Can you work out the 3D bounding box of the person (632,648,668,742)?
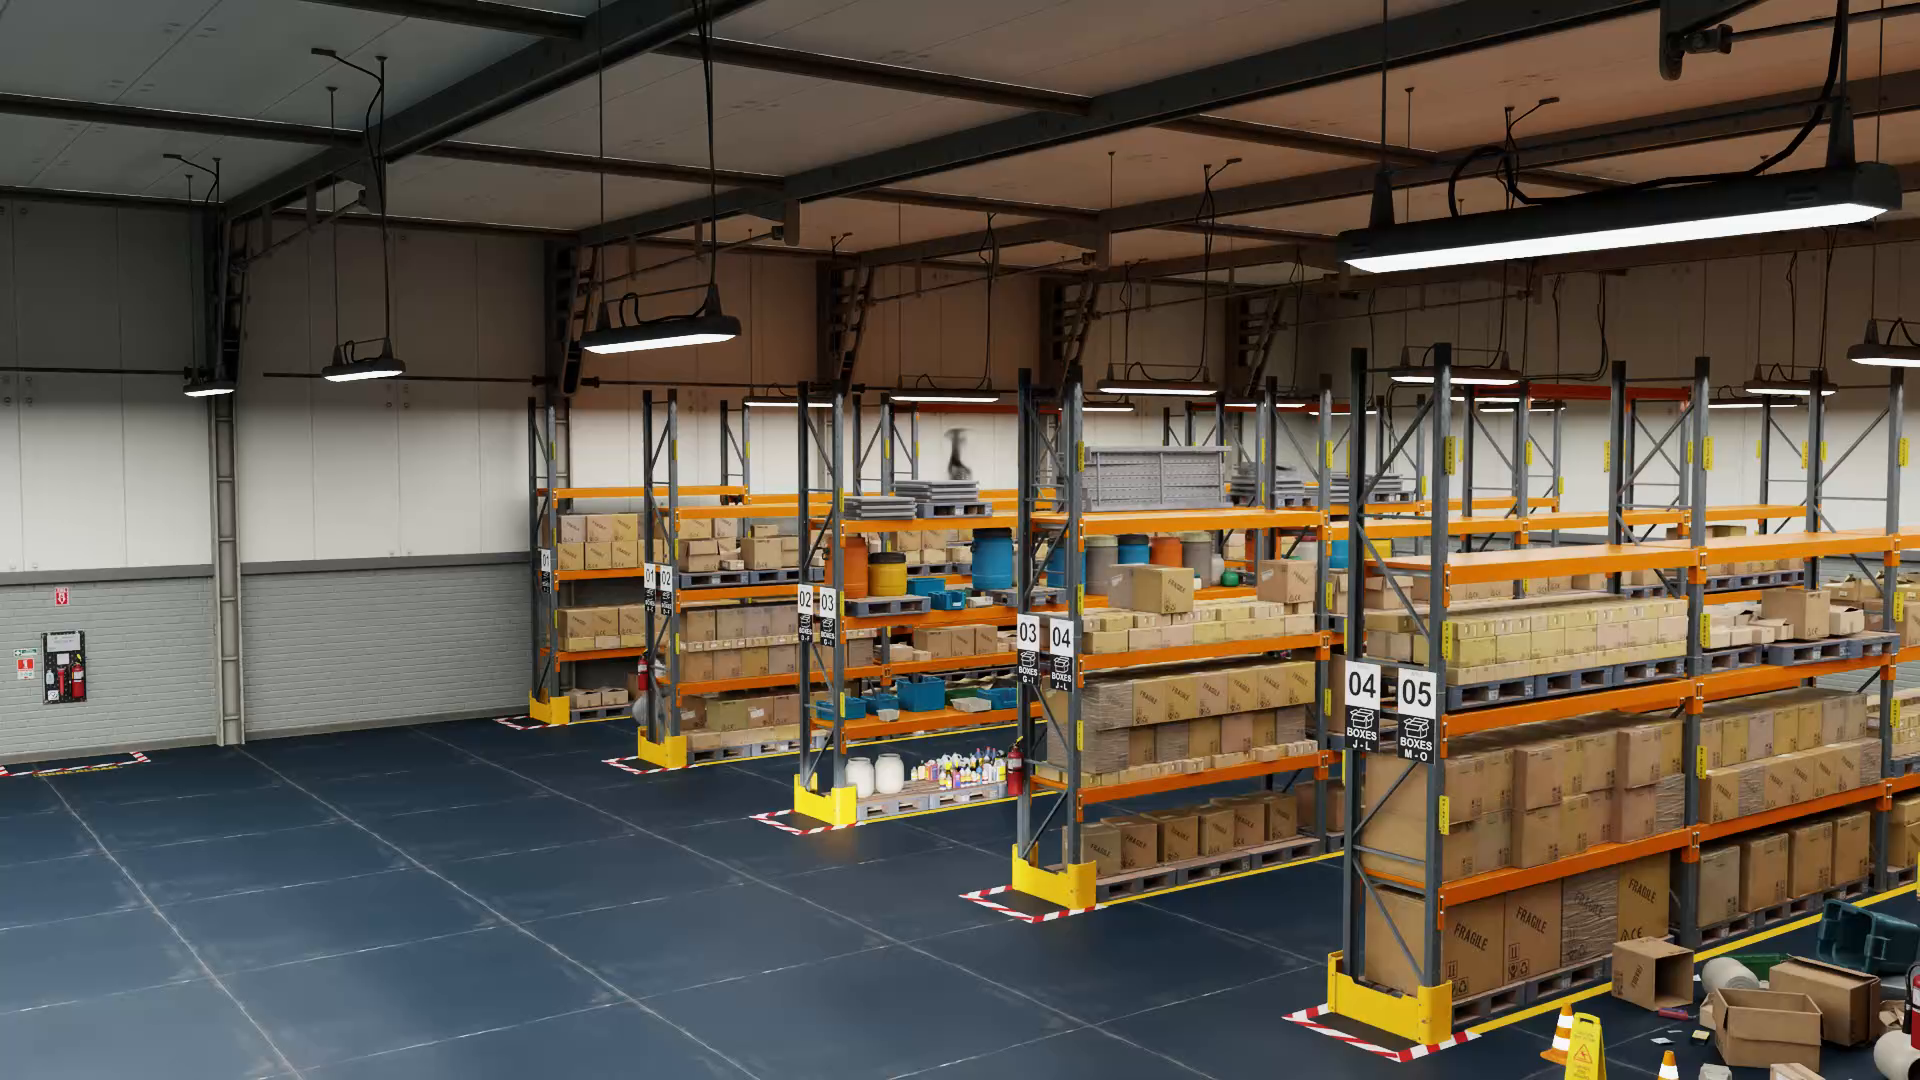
[{"bbox_3d":[-5.243,2.623,28.259,0.645,1.740,0.715,-2,4,-36],"label":"person"}]
